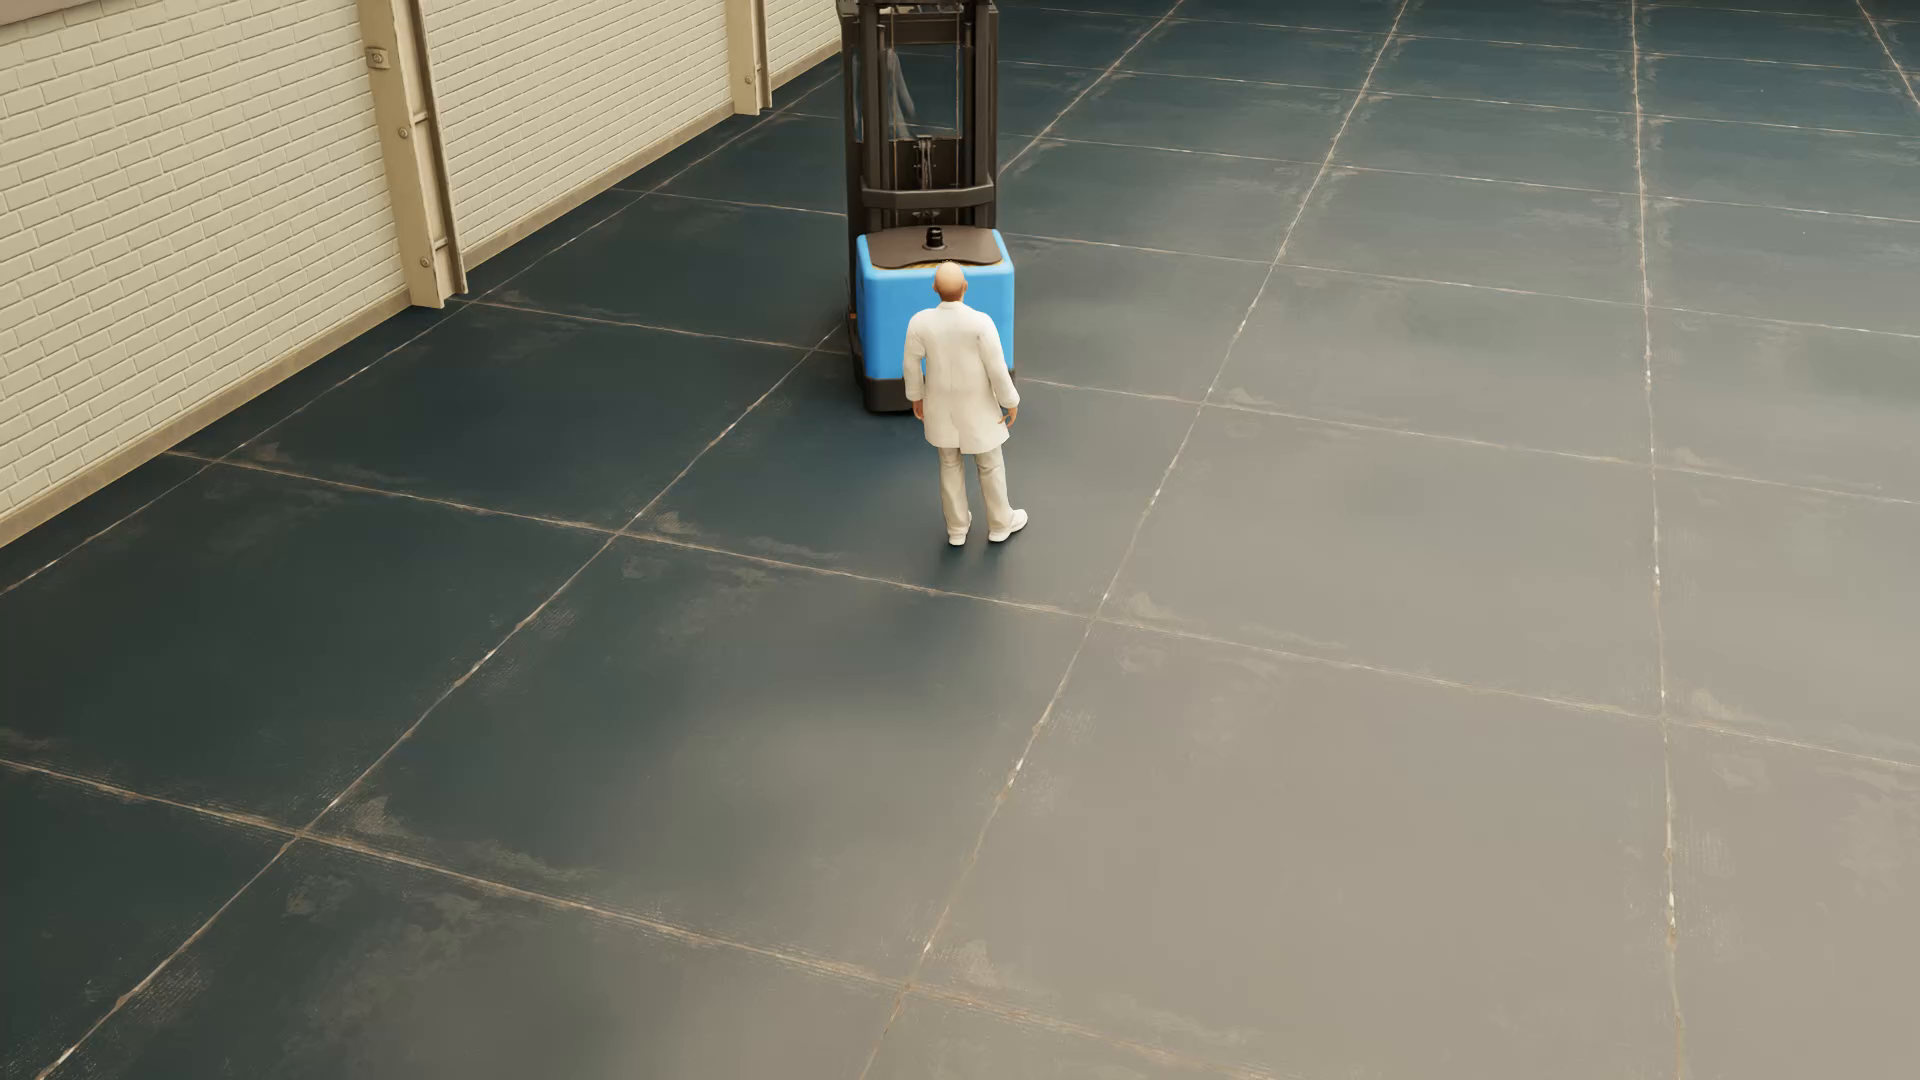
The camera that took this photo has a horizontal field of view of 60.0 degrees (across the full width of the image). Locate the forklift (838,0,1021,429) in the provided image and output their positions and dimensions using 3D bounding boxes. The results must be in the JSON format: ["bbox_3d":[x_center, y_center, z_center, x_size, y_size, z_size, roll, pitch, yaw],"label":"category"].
[{"bbox_3d":[-0.275,-2.735,11.934,1.130,2.935,3.031,-3,30,-6],"label":"forklift"}]

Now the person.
[{"bbox_3d":[0.034,-0.821,9.725,0.697,1.776,0.580,10,31,16],"label":"person"}]
